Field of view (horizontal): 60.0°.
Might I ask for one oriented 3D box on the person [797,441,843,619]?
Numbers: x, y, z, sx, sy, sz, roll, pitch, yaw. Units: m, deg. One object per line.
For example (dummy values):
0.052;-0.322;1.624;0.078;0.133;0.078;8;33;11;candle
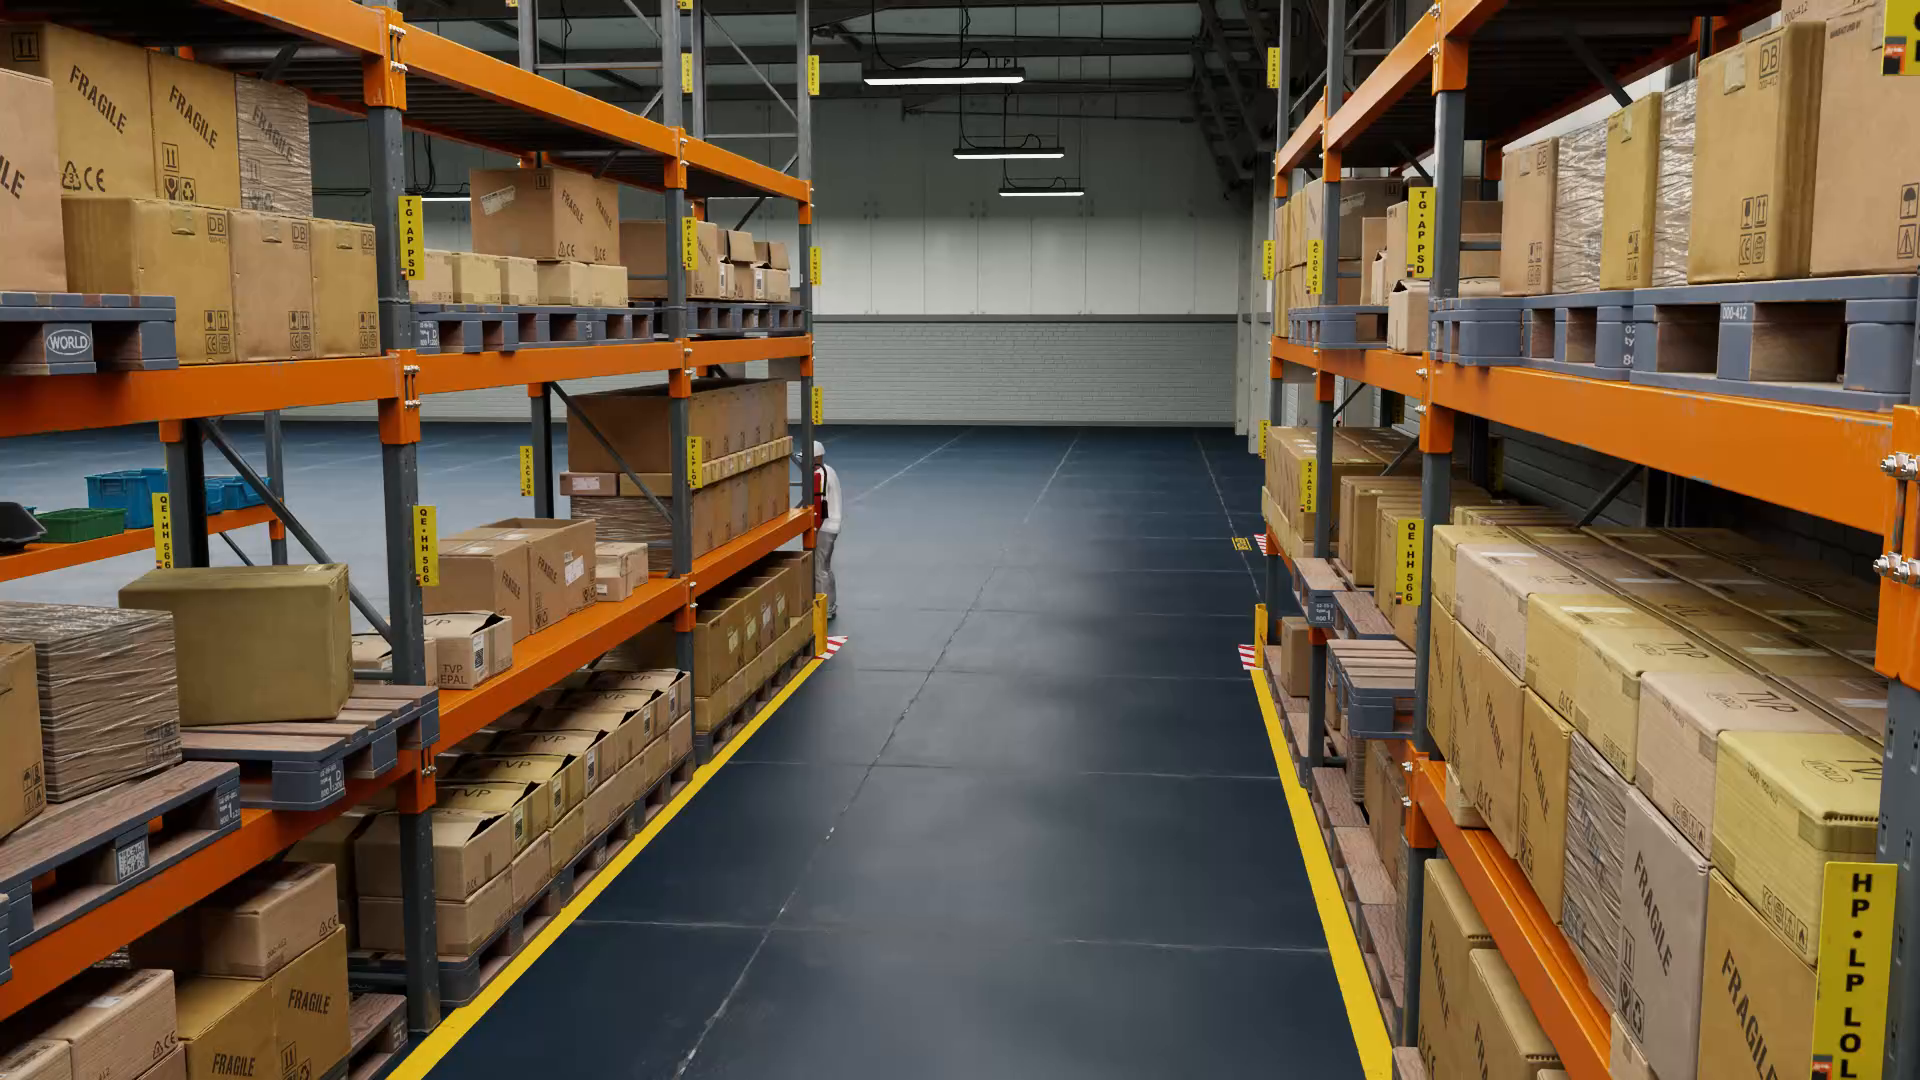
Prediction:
-1.390;-0.105;16.515;0.457;1.761;0.638;1;8;4;person
